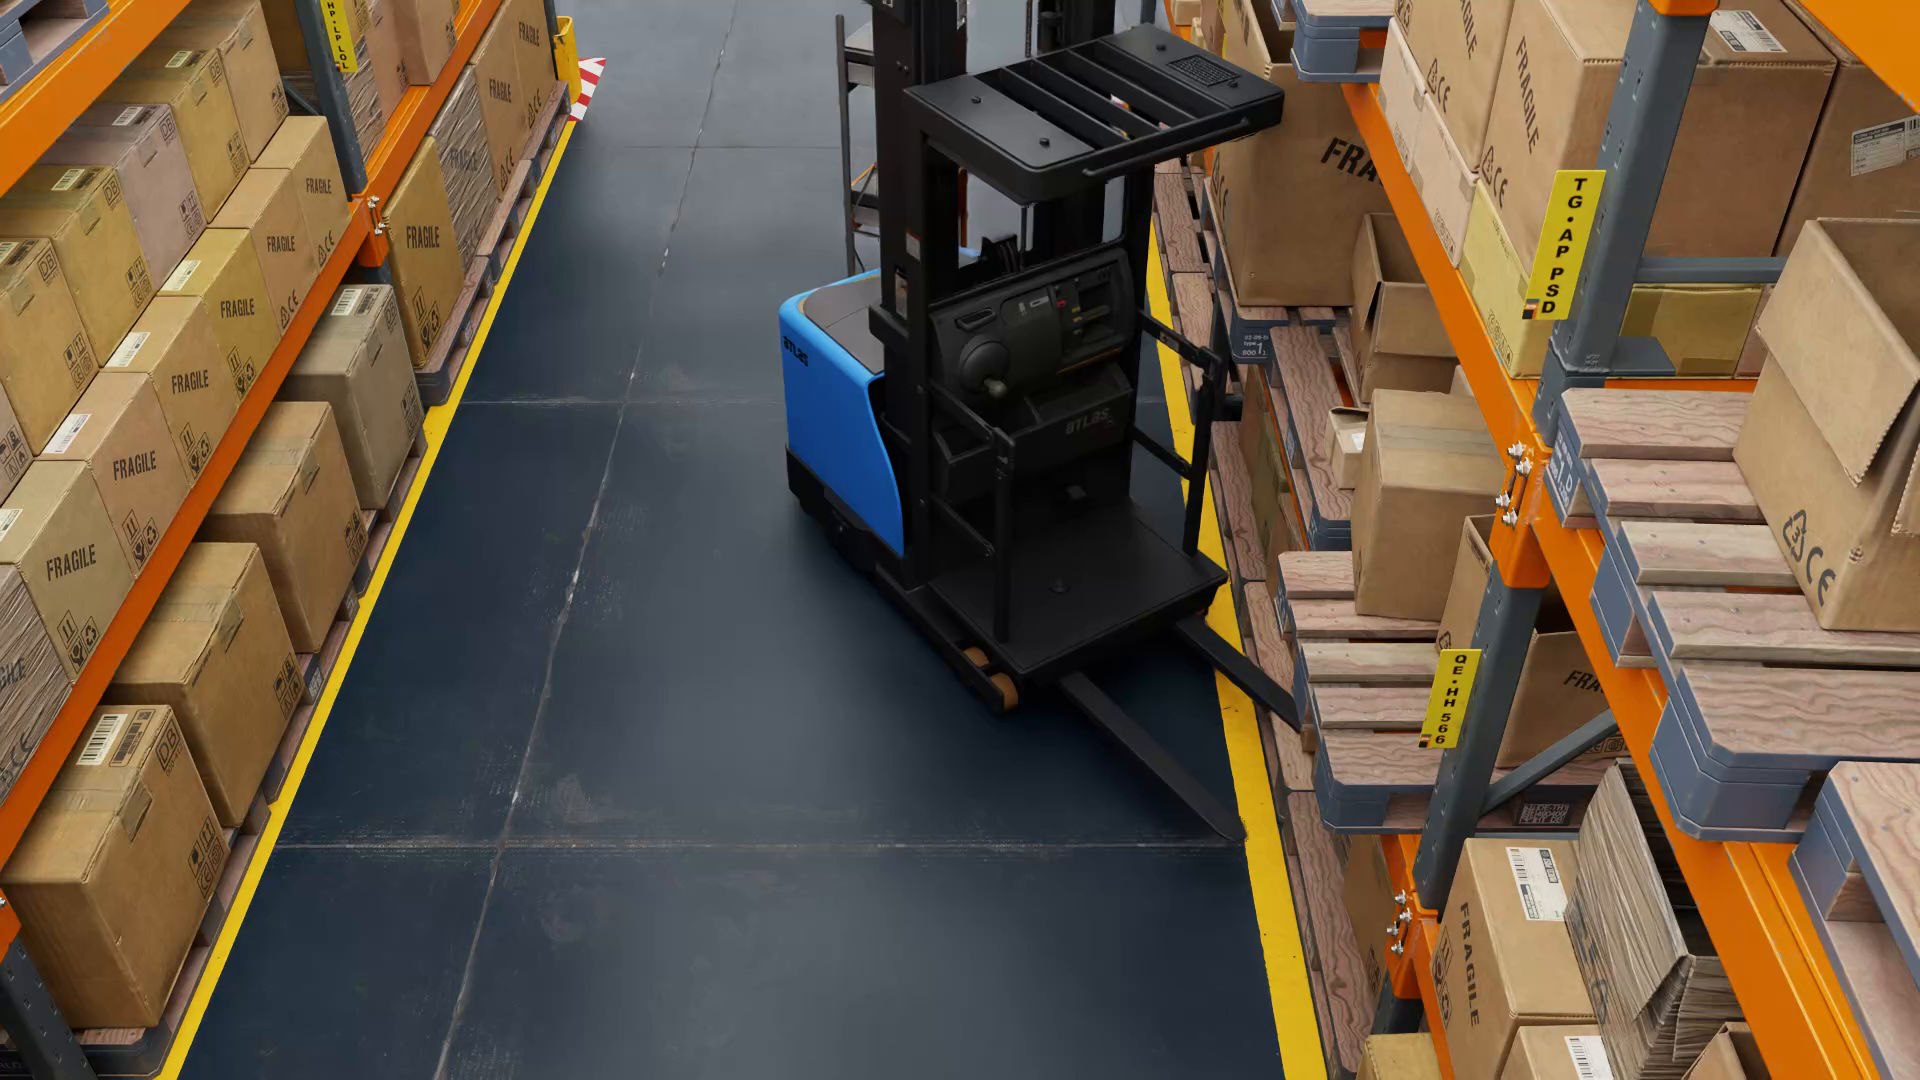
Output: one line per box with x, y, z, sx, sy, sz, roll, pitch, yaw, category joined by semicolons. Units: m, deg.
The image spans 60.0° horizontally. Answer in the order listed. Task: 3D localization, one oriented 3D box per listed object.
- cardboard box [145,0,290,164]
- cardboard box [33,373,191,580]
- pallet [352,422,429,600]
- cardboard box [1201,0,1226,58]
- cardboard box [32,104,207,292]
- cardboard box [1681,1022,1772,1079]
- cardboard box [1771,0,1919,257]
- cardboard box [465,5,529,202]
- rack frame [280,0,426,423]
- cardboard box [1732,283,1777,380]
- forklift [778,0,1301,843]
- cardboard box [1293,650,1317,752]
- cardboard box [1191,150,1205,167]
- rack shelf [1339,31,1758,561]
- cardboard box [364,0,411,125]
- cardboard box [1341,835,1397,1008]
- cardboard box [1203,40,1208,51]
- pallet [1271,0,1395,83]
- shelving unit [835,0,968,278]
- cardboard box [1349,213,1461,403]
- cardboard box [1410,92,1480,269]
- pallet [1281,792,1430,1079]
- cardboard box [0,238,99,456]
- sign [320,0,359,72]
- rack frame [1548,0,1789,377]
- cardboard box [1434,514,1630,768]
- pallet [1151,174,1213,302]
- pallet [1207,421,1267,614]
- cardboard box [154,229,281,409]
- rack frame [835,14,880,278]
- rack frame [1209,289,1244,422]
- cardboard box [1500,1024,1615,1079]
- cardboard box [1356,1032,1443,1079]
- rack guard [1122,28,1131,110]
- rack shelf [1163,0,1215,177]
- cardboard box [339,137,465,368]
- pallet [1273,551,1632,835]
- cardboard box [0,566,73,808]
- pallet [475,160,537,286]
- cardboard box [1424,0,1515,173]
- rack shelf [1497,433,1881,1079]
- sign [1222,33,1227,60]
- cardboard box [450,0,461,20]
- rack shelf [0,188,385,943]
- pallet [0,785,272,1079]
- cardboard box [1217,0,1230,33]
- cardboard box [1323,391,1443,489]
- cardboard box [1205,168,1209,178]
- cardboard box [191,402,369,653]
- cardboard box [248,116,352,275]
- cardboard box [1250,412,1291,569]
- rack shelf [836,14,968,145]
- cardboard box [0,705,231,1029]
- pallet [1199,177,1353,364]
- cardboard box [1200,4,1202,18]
-3.234;-1.880;6.817;0.700;0.500;0.500;-1;39;-1;cardboard box
-2.970;-0.213;5.537;0.500;0.500;0.500;0;39;0;cardboard box
-3.164;-0.190;7.819;1.003;0.211;1.213;0;39;0;pallet
1.714;-2.763;8.482;0.875;0.500;0.500;0;39;0;cardboard box
-3.231;-1.242;6.022;0.700;0.500;0.500;0;39;0;cardboard box
1.707;1.234;2.929;0.797;0.503;0.637;1;39;1;cardboard box
1.981;-0.899;3.594;0.500;0.500;0.500;0;39;0;cardboard box
-3.175;-2.623;9.988;0.875;0.875;0.875;-1;39;-1;cardboard box
-3.240;-1.761;7.549;1.000;3.000;0.127;0;39;0;rack frame
1.978;-0.606;3.829;0.500;0.250;0.500;1;39;1;cardboard box
0.422;-0.774;6.371;1.130;2.935;3.031;-23;44;-26;forklift
1.683;0.483;6.395;0.700;0.500;0.500;3;39;4;cardboard box
1.734;-2.627;10.292;0.500;0.500;0.500;10;40;12;cardboard box
1.722;-1.340;5.201;1.077;0.370;4.000;0;39;0;rack shelf
-3.276;-2.394;8.219;0.875;0.550;0.550;0;39;0;cardboard box
1.704;1.185;5.520;0.700;0.500;0.500;-2;39;-2;cardboard box
1.474;-2.519;8.696;0.380;0.149;0.250;0;39;0;cardboard box
1.618;-1.764;5.304;1.213;0.211;1.003;0;39;0;pallet
-0.257;-1.560;8.017;0.431;2.100;0.503;16;41;19;shelving unit
1.814;-0.822;5.958;0.797;0.503;0.637;4;39;5;cardboard box
1.464;-0.919;4.220;0.500;0.250;0.500;0;39;0;cardboard box
1.725;1.400;5.835;1.003;0.211;1.213;0;39;0;pallet
-3.231;-0.607;5.229;0.700;0.500;0.500;-1;39;-1;cardboard box
-2.698;-2.188;7.220;0.100;0.325;0.005;0;39;0;sign
1.724;-1.541;2.477;1.000;3.000;0.127;0;39;0;rack frame
1.684;0.260;4.612;0.500;0.500;0.500;-5;39;-6;cardboard box
1.679;-1.798;9.825;1.003;0.211;1.213;0;39;0;pallet
1.722;-0.126;7.739;1.003;0.211;1.213;0;39;0;pallet
-2.971;-0.842;6.322;0.500;0.500;0.500;0;39;0;cardboard box
-0.359;-1.421;7.845;0.400;2.100;0.015;16;41;19;rack frame
1.720;-1.701;7.474;1.000;3.000;0.127;0;39;0;rack frame
1.456;1.388;3.540;0.500;0.500;0.500;-1;39;-1;cardboard box
1.704;1.897;4.348;1.225;0.875;0.875;-2;39;-2;cardboard box
1.715;-3.180;11.318;1.175;0.500;0.348;0;39;0;rack guard
1.717;-2.671;9.260;1.077;0.370;4.000;0;39;0;rack shelf
-3.171;-1.489;8.573;0.875;0.875;0.875;1;39;1;cardboard box
1.617;0.429;4.969;1.213;0.211;1.003;0;39;0;pallet
-2.966;0.420;4.747;0.500;0.500;0.500;0;39;0;cardboard box
-3.167;-1.913;9.969;1.003;0.211;1.213;0;39;0;pallet
1.462;-1.223;4.000;0.500;0.500;0.500;0;39;0;cardboard box
1.727;1.161;2.079;1.077;0.370;4.000;0;39;0;rack shelf
1.177;-2.034;7.197;0.100;0.325;0.005;0;39;0;sign
-3.260;-3.063;9.054;0.875;0.550;0.500;0;39;0;cardboard box
-3.238;-0.230;6.213;1.077;0.370;4.000;0;39;0;rack shelf
-3.161;1.336;5.915;1.003;0.211;1.213;0;39;0;pallet
1.444;-2.528;7.388;0.500;0.500;0.500;0;39;0;cardboard box
1.452;-0.354;5.565;0.396;0.266;0.258;-1;39;-1;cardboard box
1.672;-1.886;9.368;0.500;0.500;0.500;-3;39;-4;cardboard box
-3.152;-0.056;6.884;1.050;0.750;0.750;0;39;0;cardboard box
-2.972;-1.474;7.111;0.500;0.500;0.500;0;39;0;cardboard box
1.681;-0.215;7.267;0.700;0.500;0.500;0;39;0;cardboard box
-0.257;-2.096;7.588;0.431;0.518;0.480;16;41;19;rack shelf
-3.146;1.074;5.475;1.050;0.750;0.750;-1;39;-1;cardboard box
1.575;-1.148;6.938;1.003;0.211;1.213;0;39;0;pallet
1.515;-2.832;9.086;0.380;0.149;0.250;0;39;0;cardboard box
